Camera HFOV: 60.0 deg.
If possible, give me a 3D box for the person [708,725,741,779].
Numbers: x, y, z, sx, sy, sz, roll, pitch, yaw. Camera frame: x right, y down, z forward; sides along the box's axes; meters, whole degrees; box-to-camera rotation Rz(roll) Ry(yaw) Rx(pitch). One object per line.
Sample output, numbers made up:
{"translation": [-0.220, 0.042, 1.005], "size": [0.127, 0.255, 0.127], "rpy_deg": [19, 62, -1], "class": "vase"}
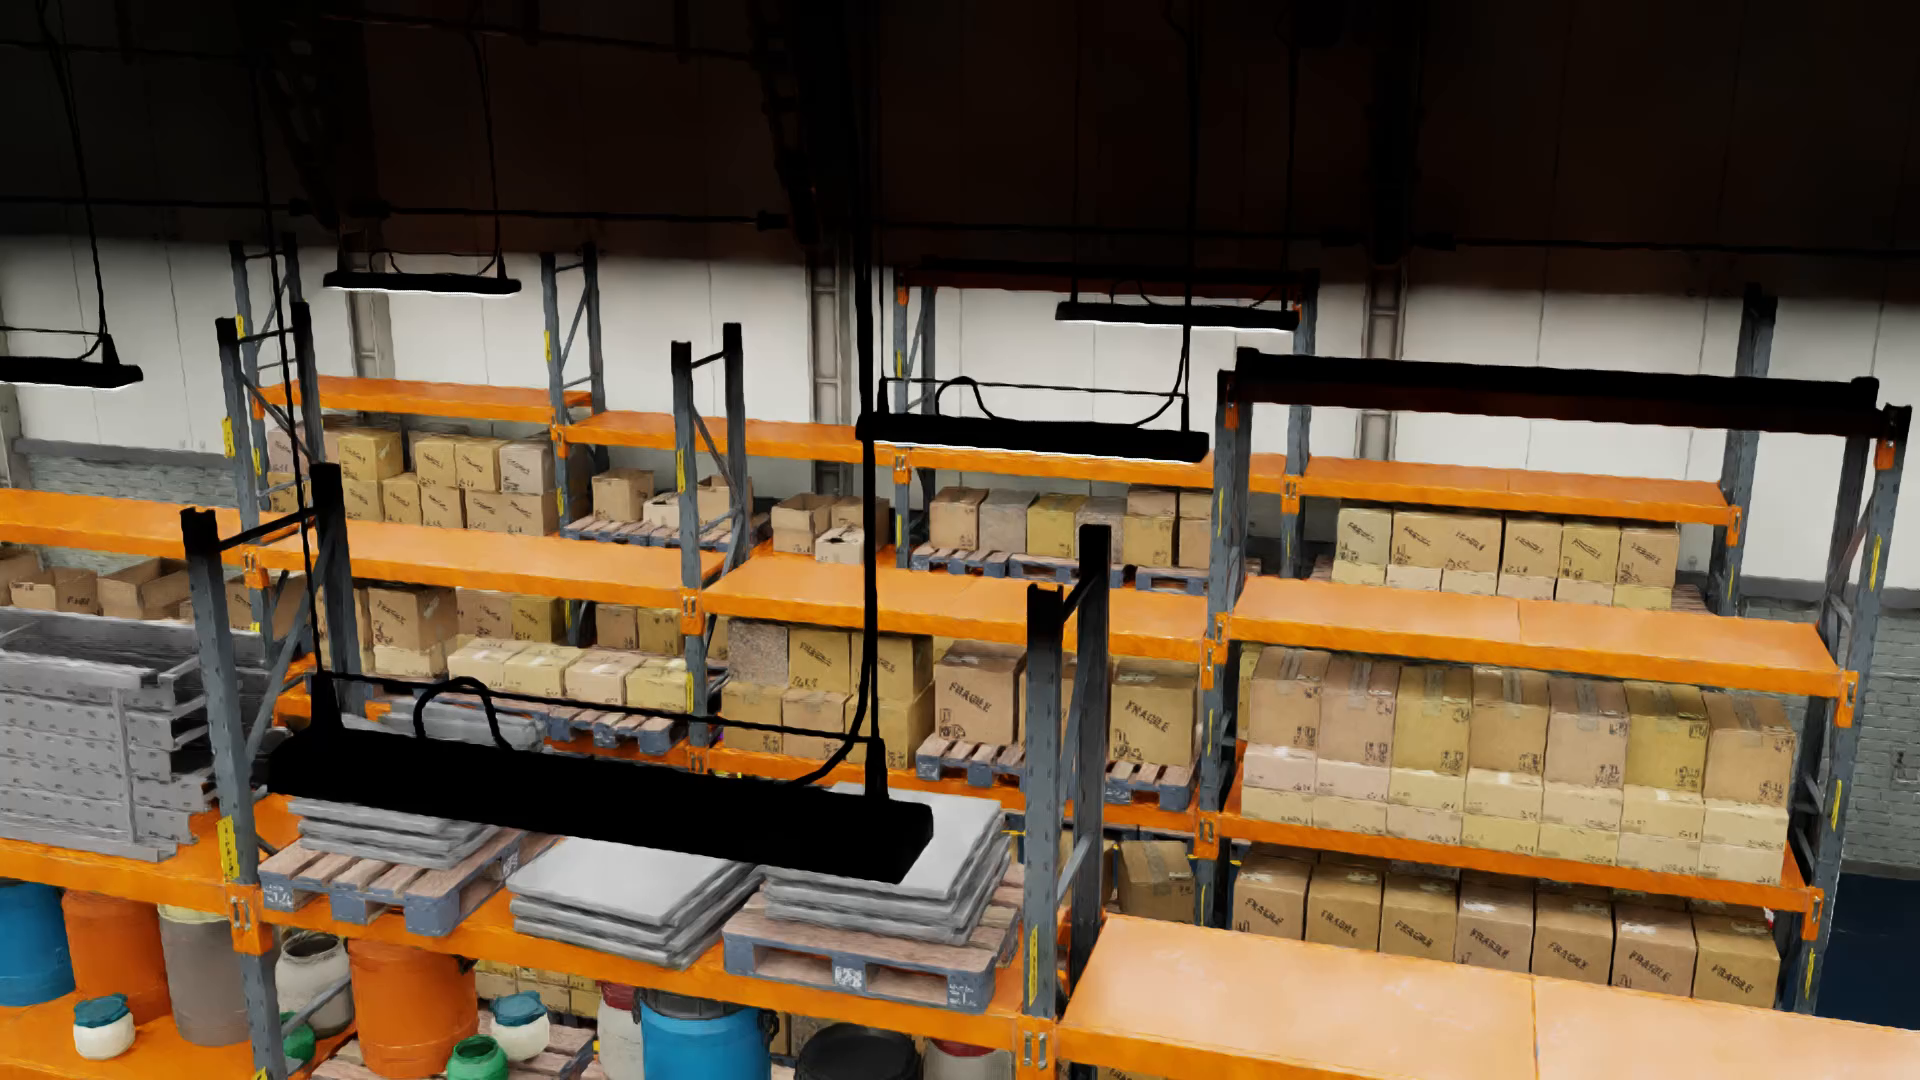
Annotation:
{"translation": [-2.412, 2.426, 17.266], "size": [0.940, 1.667, 0.684], "rpy_deg": [6, 17, 20], "class": "person"}
